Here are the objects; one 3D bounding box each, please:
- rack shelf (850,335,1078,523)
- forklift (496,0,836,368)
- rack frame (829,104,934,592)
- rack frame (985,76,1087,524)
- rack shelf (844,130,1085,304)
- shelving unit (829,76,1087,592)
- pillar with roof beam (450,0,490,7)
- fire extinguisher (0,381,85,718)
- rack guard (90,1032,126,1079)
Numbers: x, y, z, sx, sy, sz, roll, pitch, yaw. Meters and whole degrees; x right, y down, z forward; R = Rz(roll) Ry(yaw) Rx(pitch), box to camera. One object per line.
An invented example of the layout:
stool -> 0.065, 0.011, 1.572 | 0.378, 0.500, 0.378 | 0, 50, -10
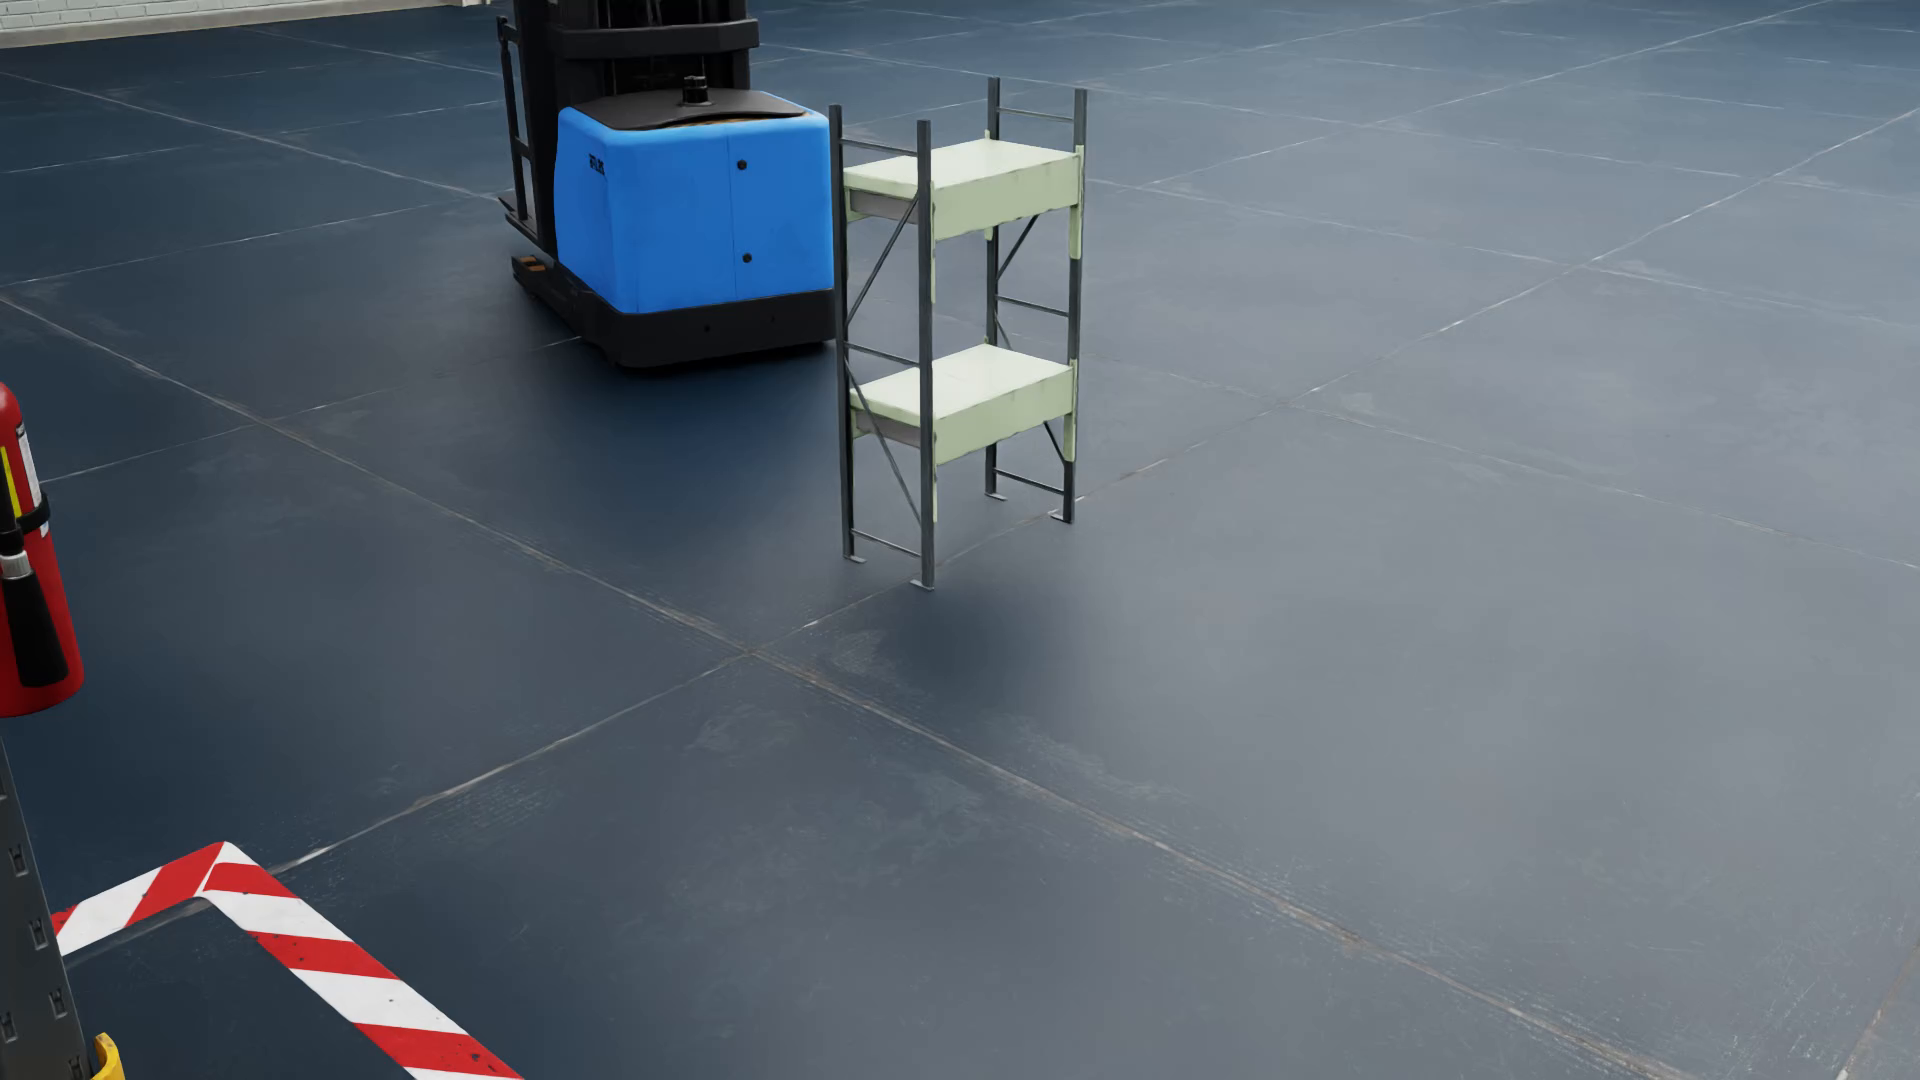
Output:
rack shelf -> 0.004, -0.389, 5.581 | 0.431, 0.370, 0.720 | 20, 31, 38
forklift -> -1.682, -2.654, 8.086 | 1.130, 2.935, 3.031 | -12, 27, -25
rack frame -> -0.240, -0.575, 5.199 | 0.400, 1.500, 0.023 | 20, 31, 38
rack frame -> 0.249, -0.798, 5.696 | 0.400, 1.500, 0.023 | 20, 31, 38
rack shelf -> 0.004, -1.042, 5.288 | 0.431, 0.370, 0.720 | 20, 31, 38
shelving unit -> 0.004, -0.686, 5.448 | 0.431, 1.500, 0.755 | 20, 31, 38
pillar with roof beam -> -2.822, -9.517, 15.977 | 9.100, 9.000, 0.400 | 20, 31, 38
fire extinguisher -> -1.403, -0.079, 2.354 | 0.296, 0.674, 0.183 | 20, 31, 38
rack guard -> -1.873, 0.959, 3.001 | 1.175, 0.500, 0.348 | 20, 31, 38
